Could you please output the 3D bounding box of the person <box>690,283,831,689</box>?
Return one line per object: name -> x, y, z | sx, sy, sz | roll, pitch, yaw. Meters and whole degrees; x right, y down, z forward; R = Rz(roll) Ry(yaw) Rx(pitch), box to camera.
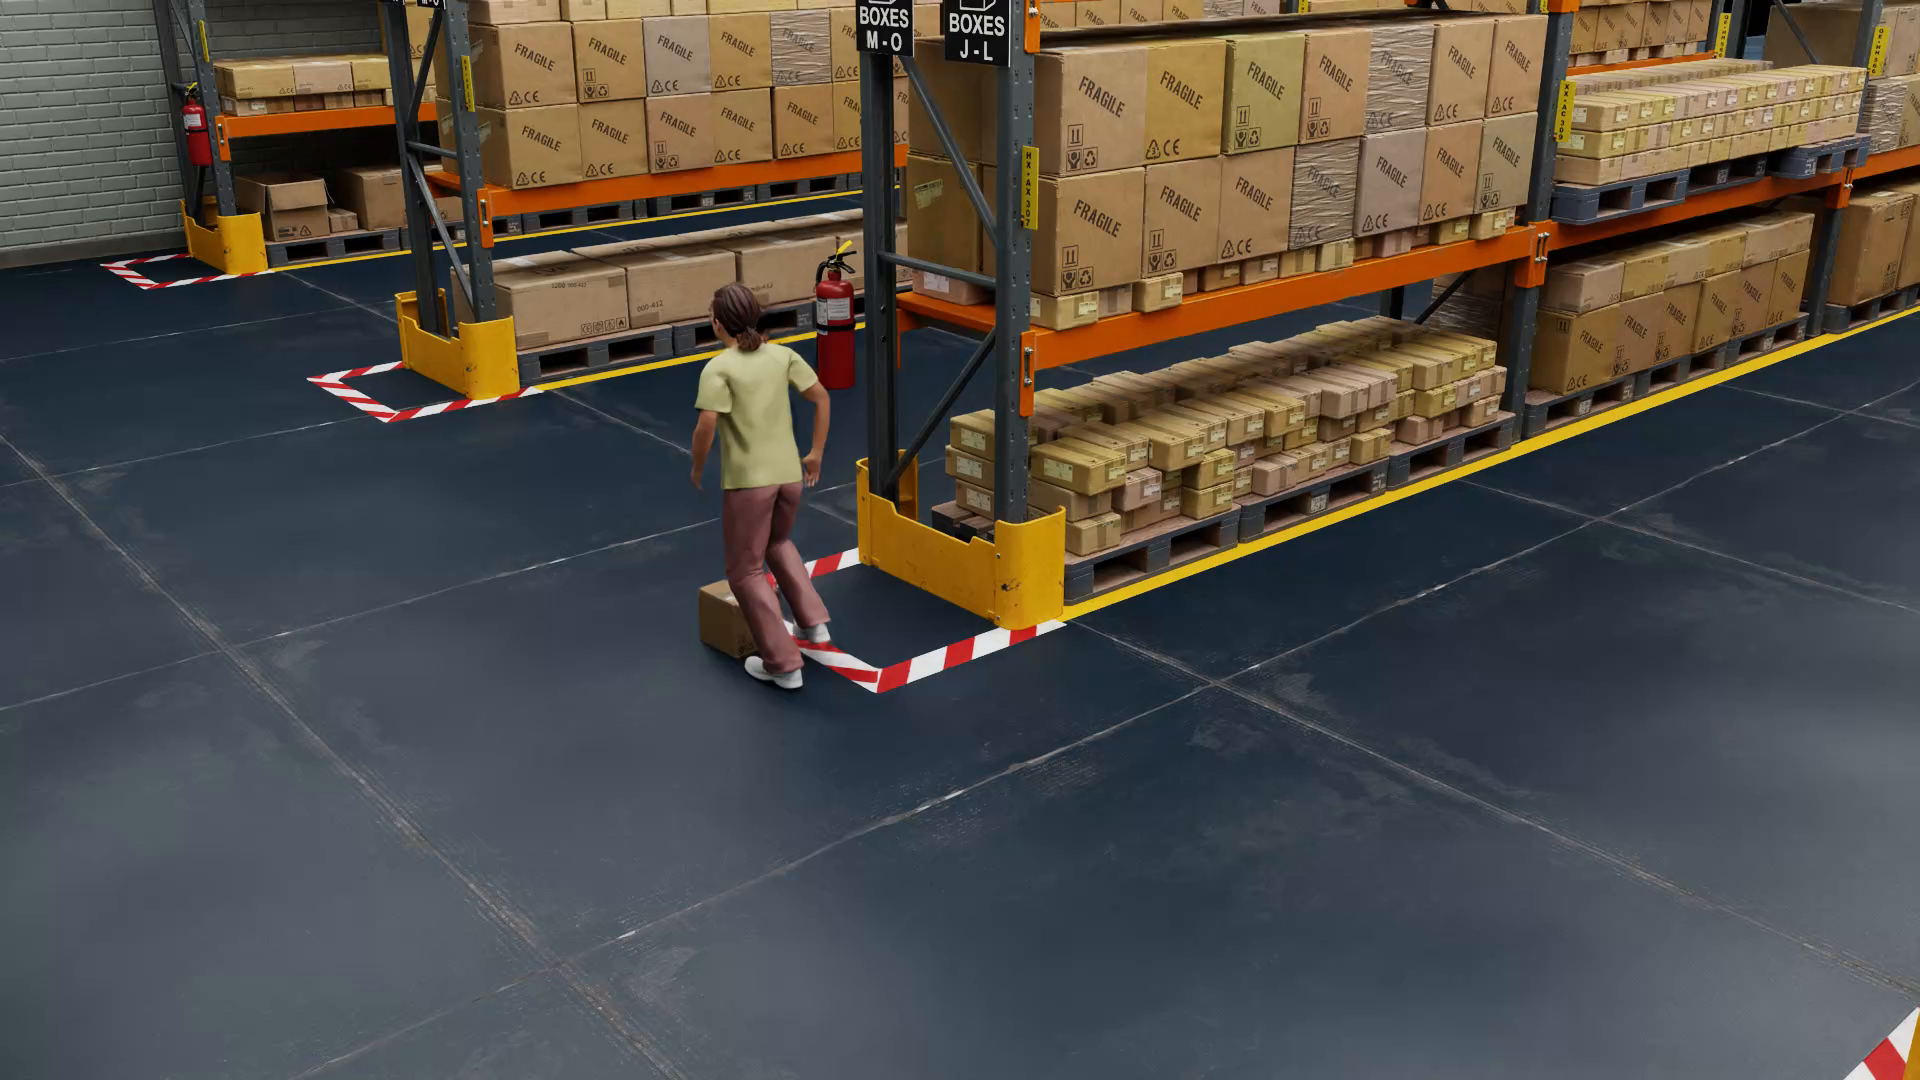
person -> -0.788, -0.224, 6.762 | 0.604, 1.600, 0.547 | -19, 28, -41
